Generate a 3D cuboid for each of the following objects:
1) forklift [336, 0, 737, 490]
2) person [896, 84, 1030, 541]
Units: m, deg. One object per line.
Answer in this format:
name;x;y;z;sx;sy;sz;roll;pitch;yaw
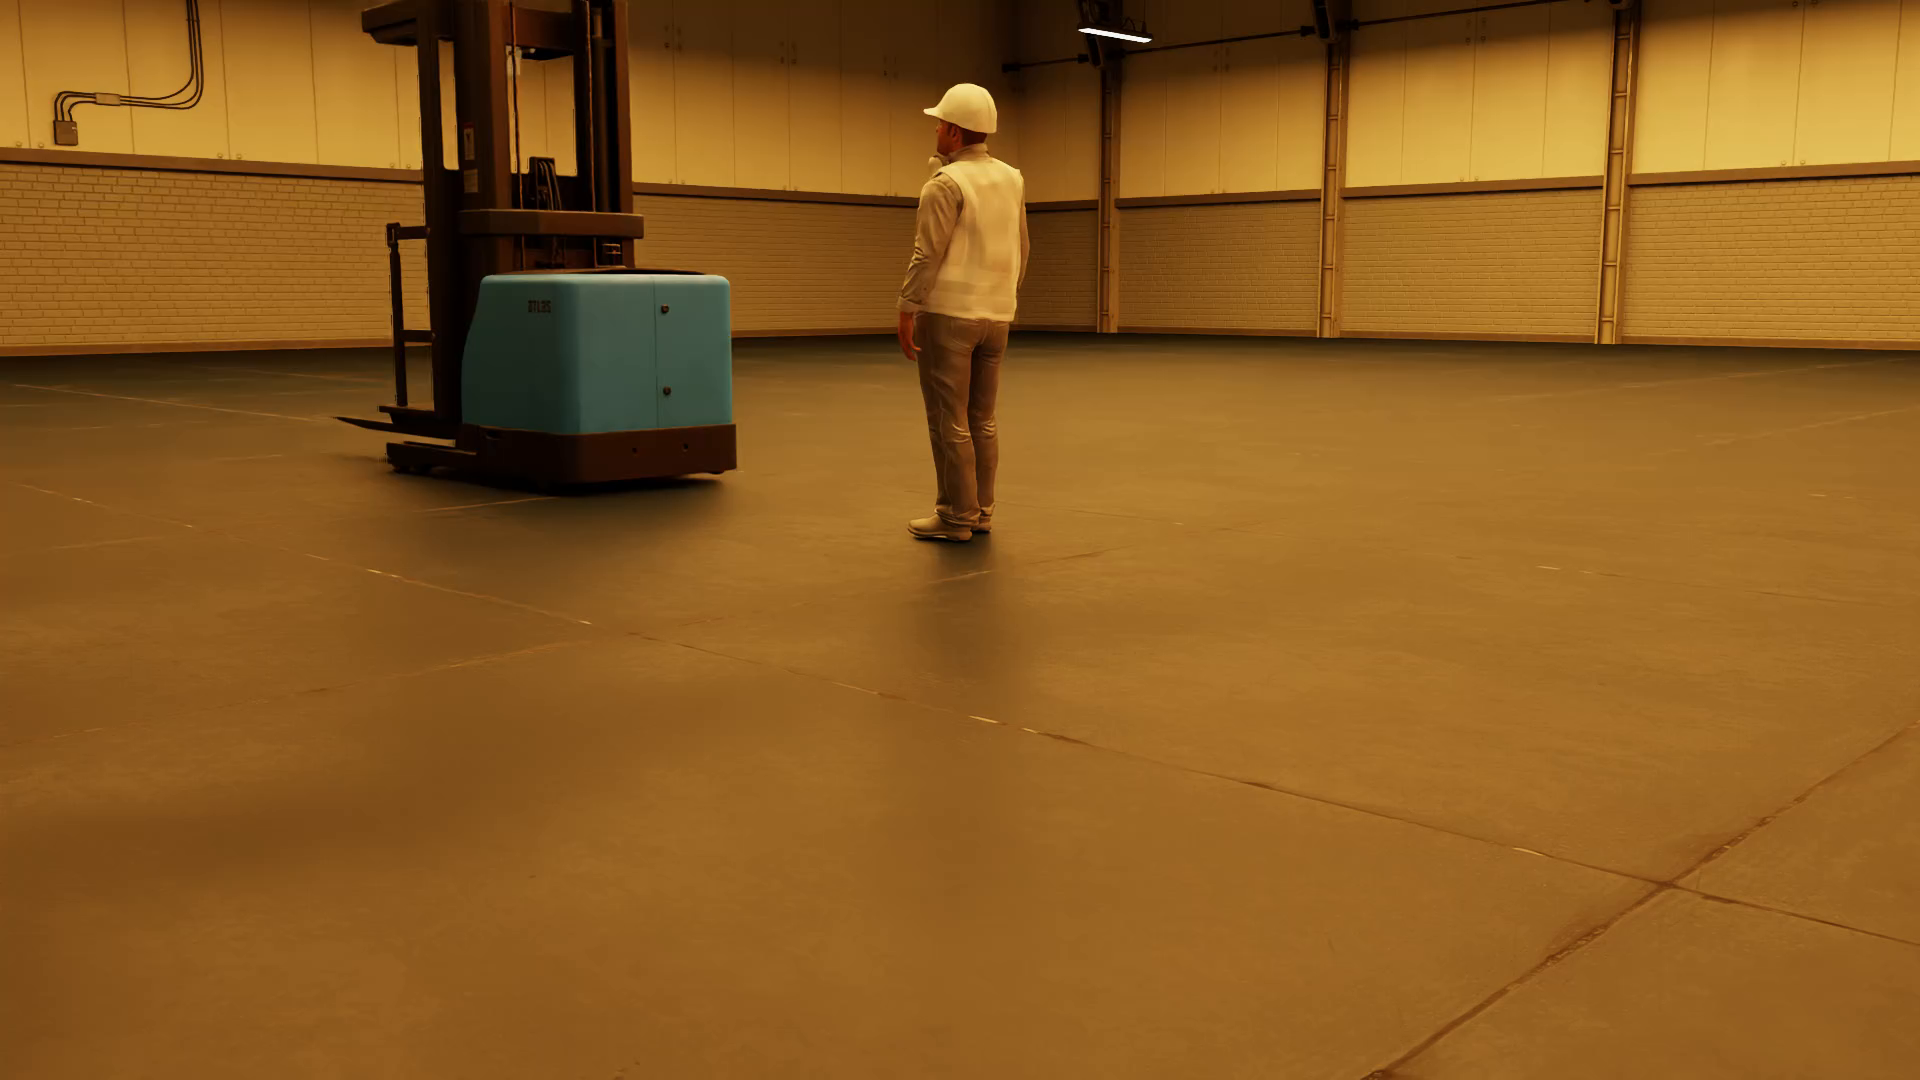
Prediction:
forklift;-2.554;-1.858;9.216;1.130;2.935;3.031;-8;12;-43
person;-0.040;-0.892;6.632;0.566;1.775;0.634;8;12;43
